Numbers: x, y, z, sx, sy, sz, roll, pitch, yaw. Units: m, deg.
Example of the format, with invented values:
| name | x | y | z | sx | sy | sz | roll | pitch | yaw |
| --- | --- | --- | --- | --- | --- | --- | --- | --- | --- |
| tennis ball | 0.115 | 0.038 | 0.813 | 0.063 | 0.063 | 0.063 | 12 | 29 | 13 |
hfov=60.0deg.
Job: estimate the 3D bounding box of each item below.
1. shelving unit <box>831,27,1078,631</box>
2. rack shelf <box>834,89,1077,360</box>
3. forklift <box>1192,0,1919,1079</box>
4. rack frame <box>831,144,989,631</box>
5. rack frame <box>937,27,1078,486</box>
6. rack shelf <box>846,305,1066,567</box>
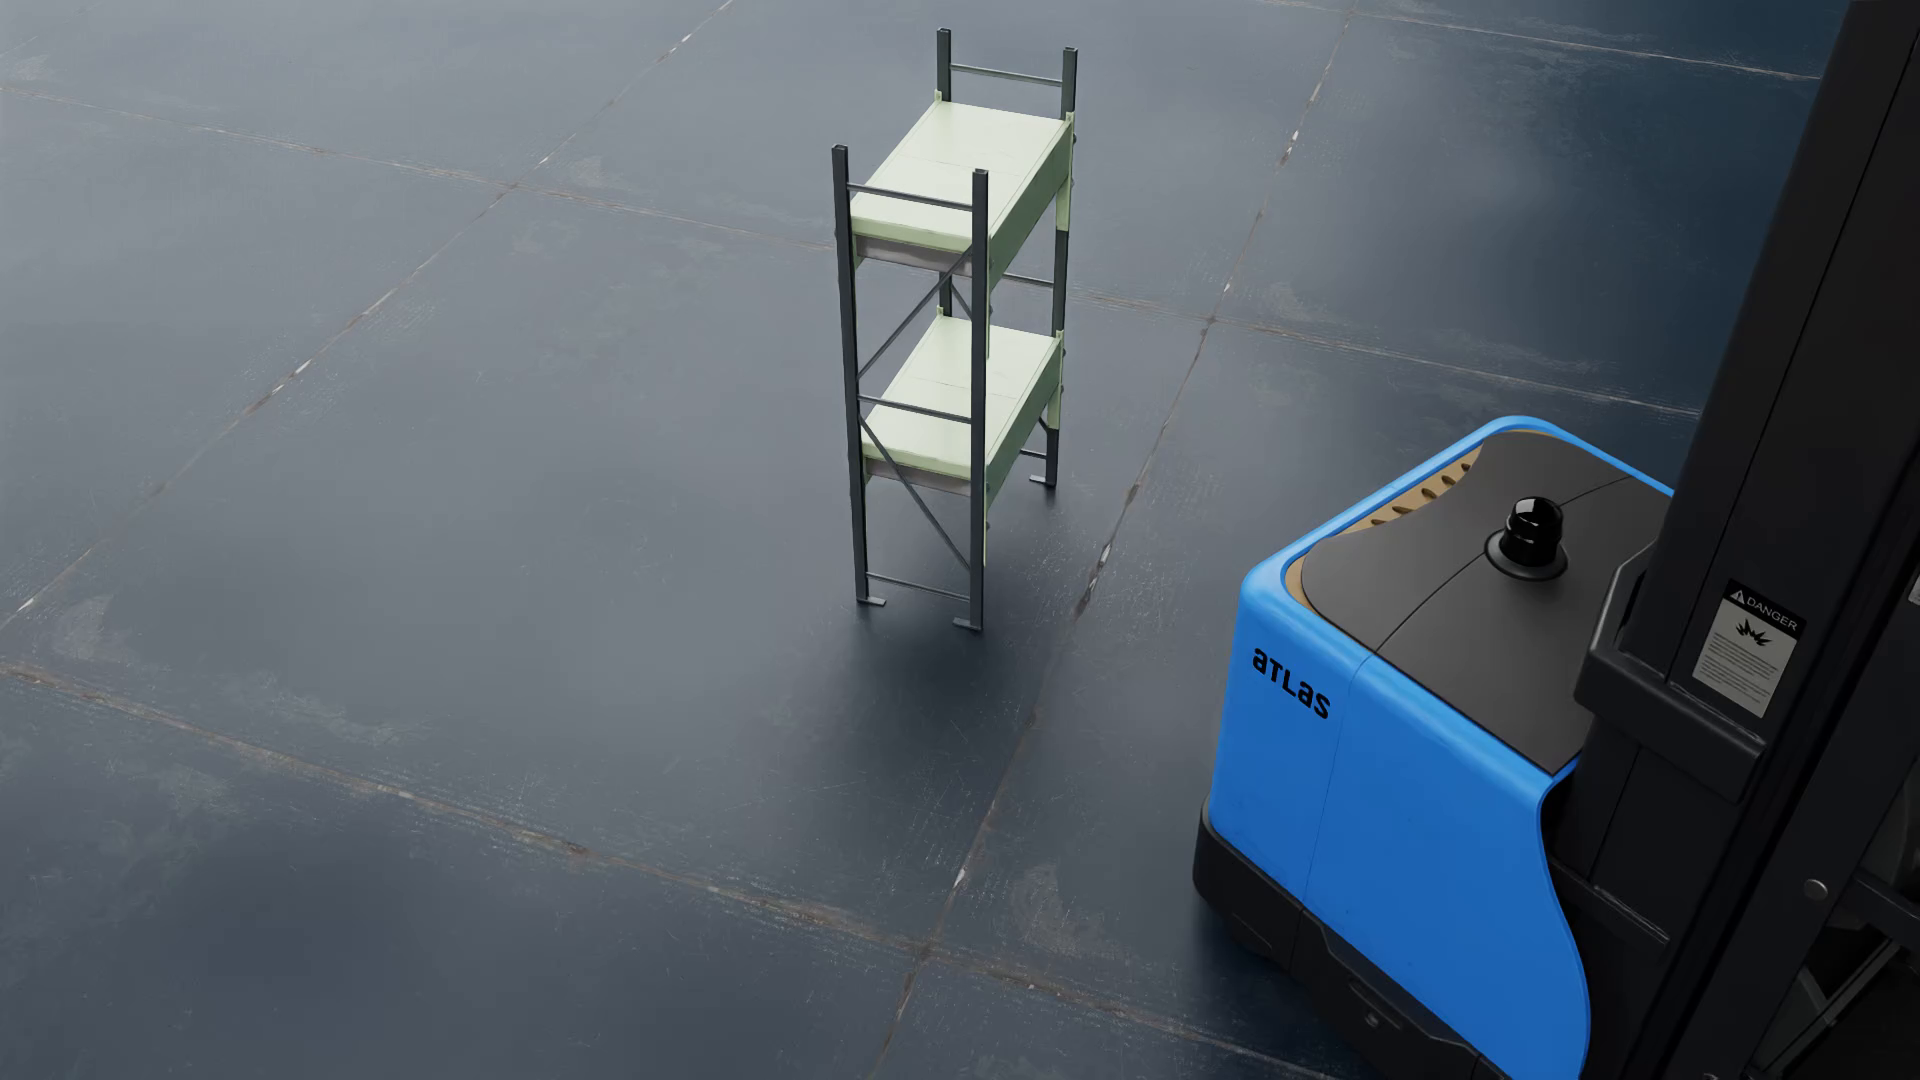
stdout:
| name | x | y | z | sx | sy | sz | roll | pitch | yaw |
| --- | --- | --- | --- | --- | --- | --- | --- | --- | --- |
| shelving unit | 0.002 | -0.575 | 4.768 | 0.431 | 1.500 | 0.755 | 13 | 42 | 15 |
| rack shelf | 0.002 | -0.872 | 4.515 | 0.431 | 0.370 | 0.720 | 13 | 42 | 15 |
| forklift | 1.904 | 0.316 | 2.621 | 1.130 | 2.935 | 3.031 | -28 | 48 | -29 |
| rack frame | -0.123 | -0.351 | 4.506 | 0.400 | 1.500 | 0.023 | 13 | 42 | 15 |
| rack frame | 0.127 | -0.798 | 5.030 | 0.400 | 1.500 | 0.023 | 13 | 42 | 15 |
| rack shelf | 0.002 | -0.327 | 4.980 | 0.431 | 0.370 | 0.720 | 13 | 42 | 15 |
